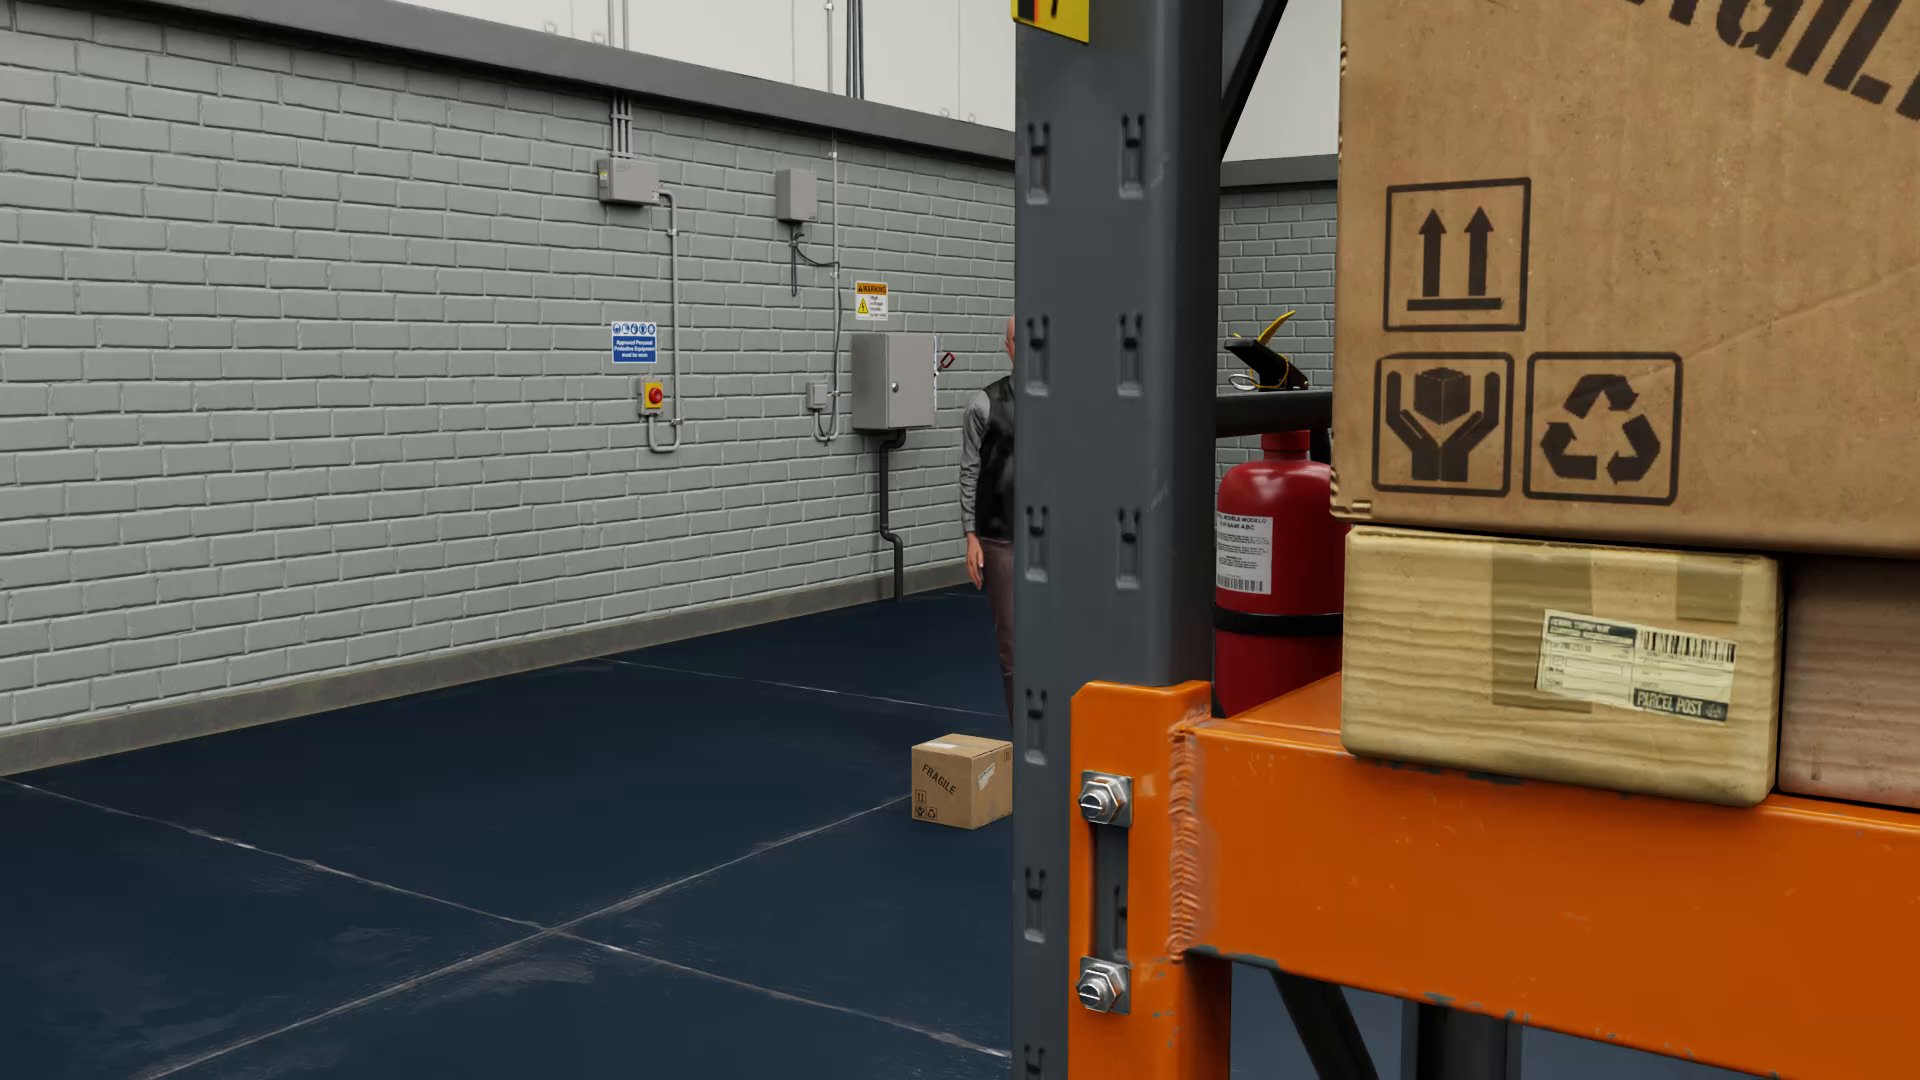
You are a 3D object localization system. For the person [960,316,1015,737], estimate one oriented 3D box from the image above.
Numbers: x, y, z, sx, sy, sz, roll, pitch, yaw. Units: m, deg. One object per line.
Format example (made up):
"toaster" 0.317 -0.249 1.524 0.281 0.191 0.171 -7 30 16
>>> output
"person" 0.286 0.026 6.101 0.571 1.723 0.562 0 6 -2
